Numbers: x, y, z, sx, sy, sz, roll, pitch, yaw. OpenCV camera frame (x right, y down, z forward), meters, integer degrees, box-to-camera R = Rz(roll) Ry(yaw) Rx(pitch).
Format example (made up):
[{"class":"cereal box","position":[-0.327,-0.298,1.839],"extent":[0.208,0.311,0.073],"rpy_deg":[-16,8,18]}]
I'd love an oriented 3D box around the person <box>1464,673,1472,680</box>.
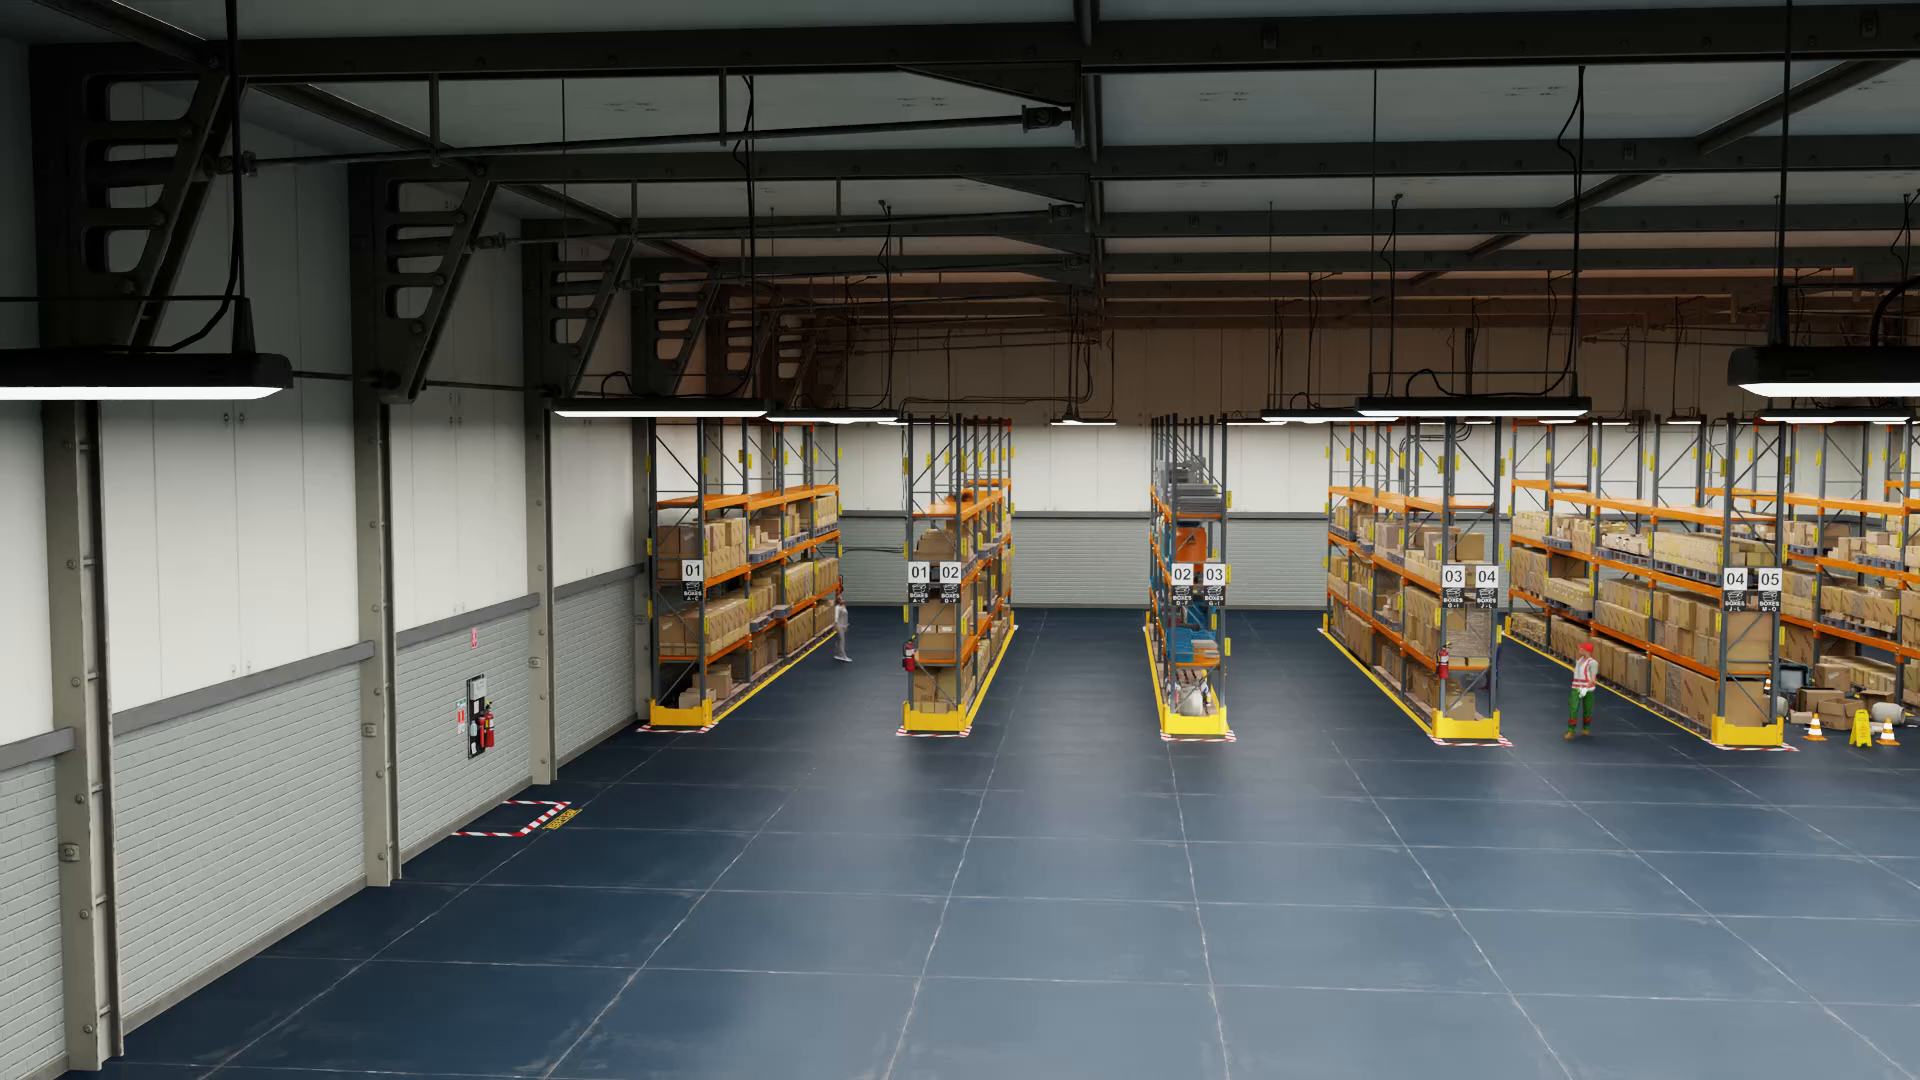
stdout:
[{"class":"person","position":[11.601,2.327,38.037],"extent":[0.547,1.649,0.748],"rpy_deg":[3,5,40]}]

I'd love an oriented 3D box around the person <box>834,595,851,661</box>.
[{"class":"person","position":[-2.878,2.173,41.073],"extent":[0.528,1.586,0.454],"rpy_deg":[1,4,17]}]

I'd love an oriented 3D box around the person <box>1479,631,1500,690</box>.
[{"class":"person","position":[11.630,2.445,36.543],"extent":[0.434,1.648,0.530],"rpy_deg":[1,4,11]}]

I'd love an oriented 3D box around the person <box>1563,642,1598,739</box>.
[{"class":"person","position":[11.437,2.760,30.565],"extent":[0.528,1.745,0.937],"rpy_deg":[2,4,29]}]
